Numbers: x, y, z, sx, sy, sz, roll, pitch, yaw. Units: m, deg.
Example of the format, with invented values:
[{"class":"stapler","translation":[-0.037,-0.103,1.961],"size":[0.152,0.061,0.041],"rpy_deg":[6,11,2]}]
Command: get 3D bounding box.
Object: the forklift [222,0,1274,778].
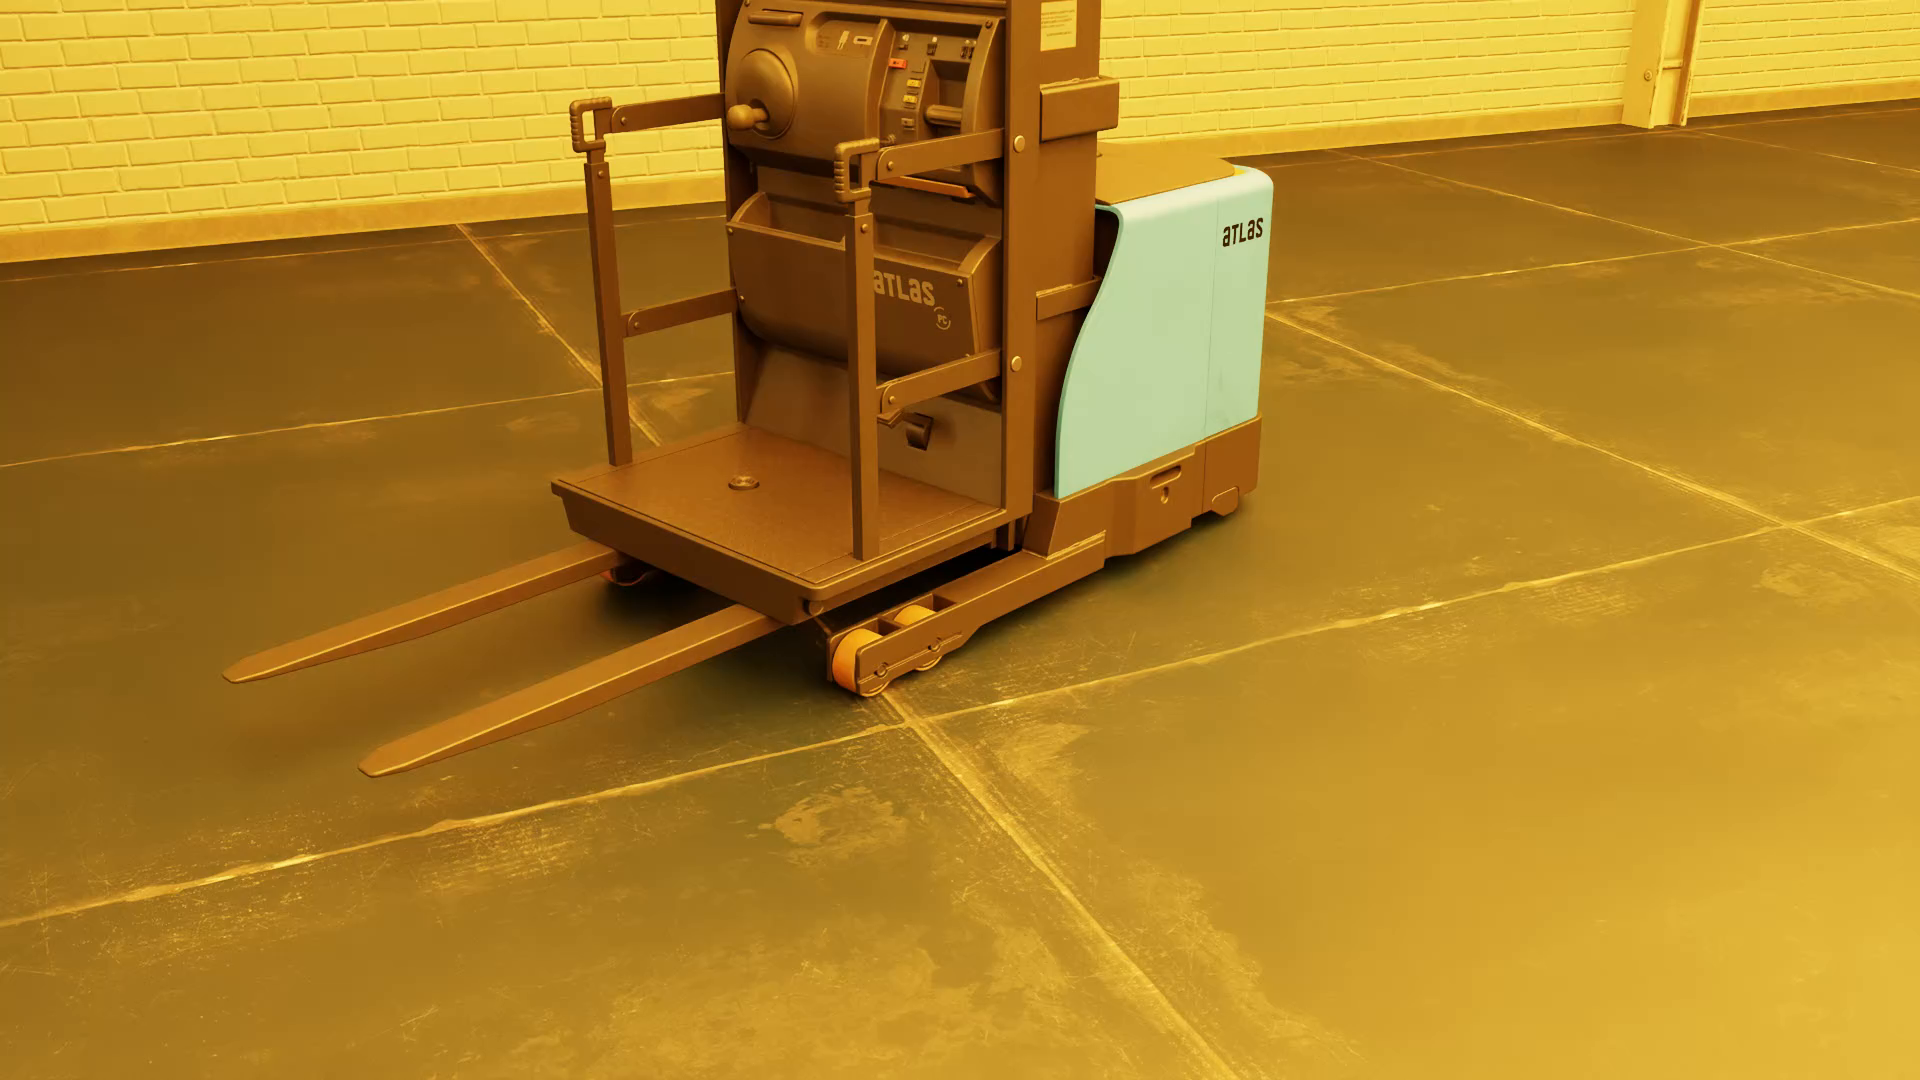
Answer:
[{"class":"forklift","translation":[-0.413,-1.182,4.131],"size":[1.130,2.935,3.031],"rpy_deg":[19,29,39]}]
